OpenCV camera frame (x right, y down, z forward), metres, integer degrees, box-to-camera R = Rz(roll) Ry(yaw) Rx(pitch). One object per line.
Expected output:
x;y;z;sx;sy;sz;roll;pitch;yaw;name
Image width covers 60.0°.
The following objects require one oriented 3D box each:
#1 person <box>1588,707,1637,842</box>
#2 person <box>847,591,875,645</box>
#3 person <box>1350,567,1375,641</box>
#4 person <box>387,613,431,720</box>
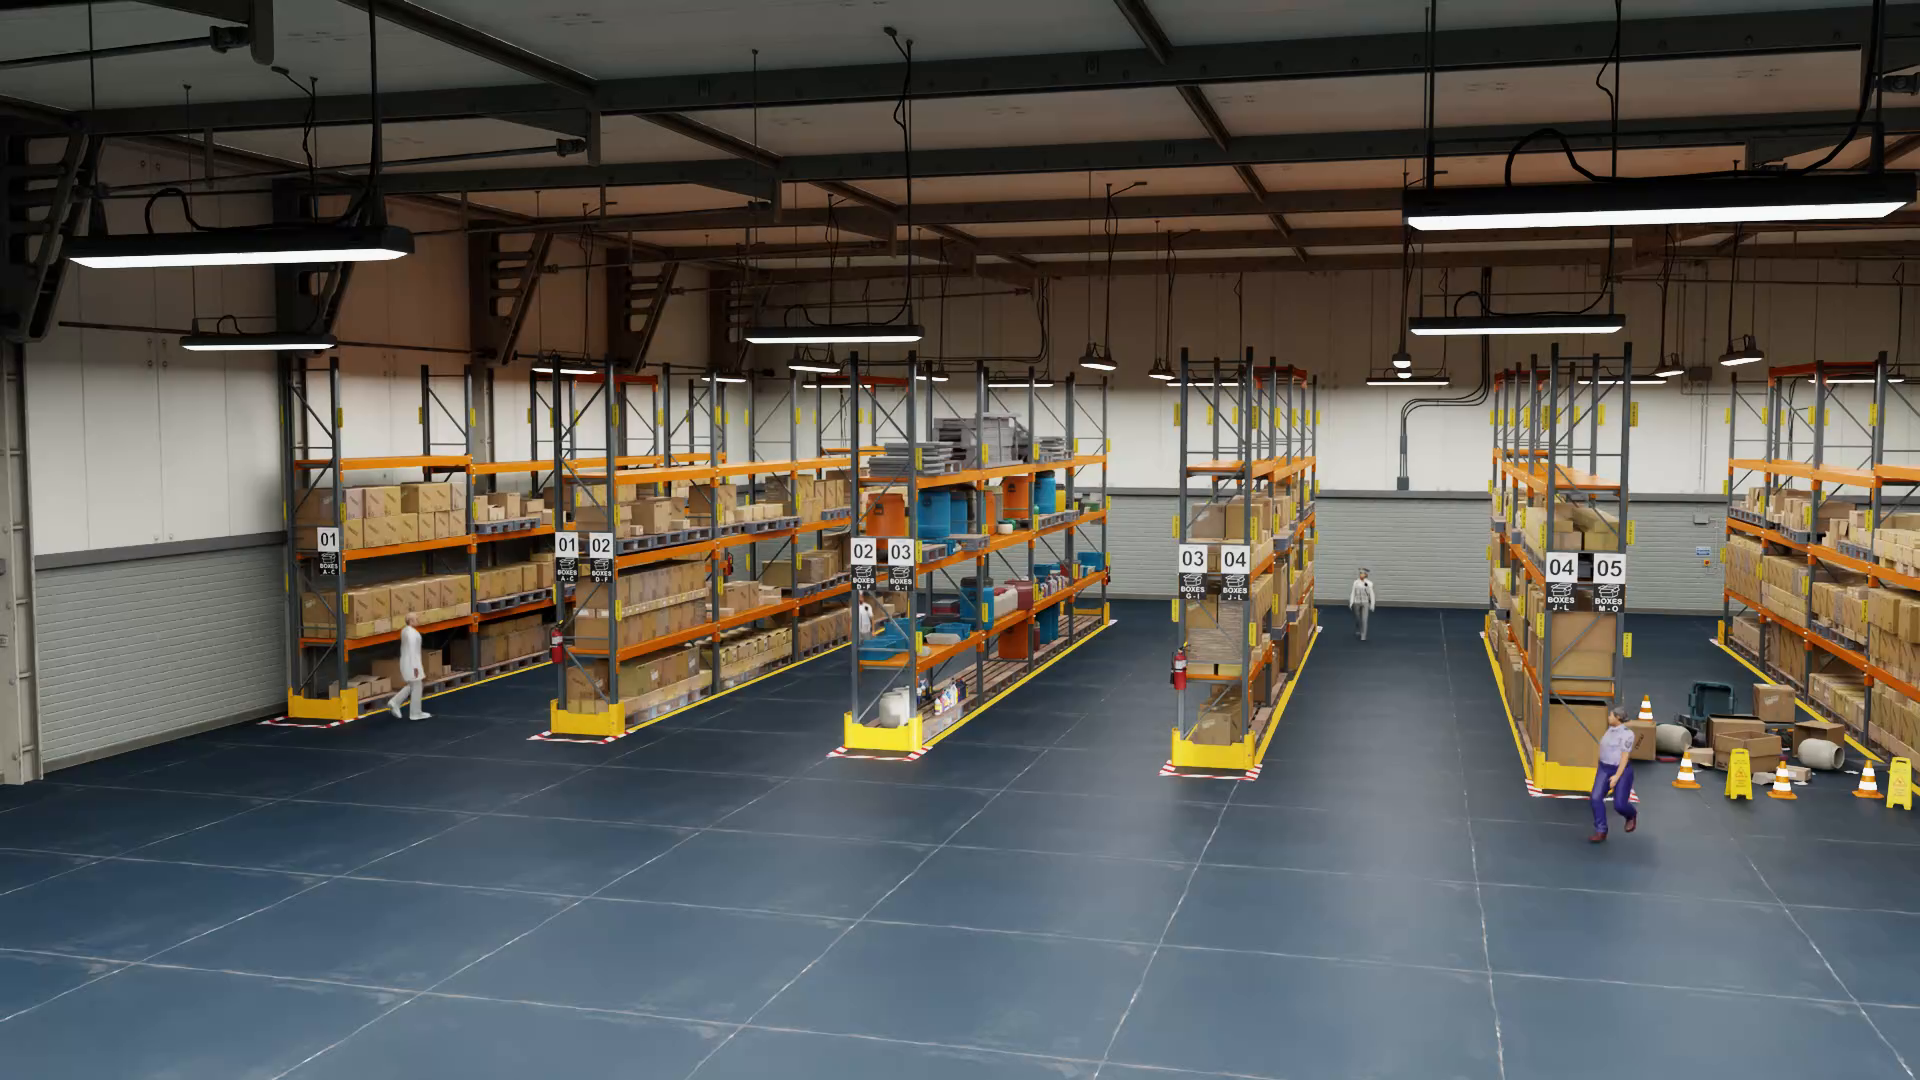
7.757;2.768;19.768;0.783;1.563;0.452;-3;5;-36;person
-1.922;1.793;32.465;0.569;1.610;0.901;0;4;4;person
9.090;1.423;37.531;0.532;1.640;0.900;2;5;21;person
-9.145;2.088;27.552;0.667;1.773;0.631;-4;6;-43;person
